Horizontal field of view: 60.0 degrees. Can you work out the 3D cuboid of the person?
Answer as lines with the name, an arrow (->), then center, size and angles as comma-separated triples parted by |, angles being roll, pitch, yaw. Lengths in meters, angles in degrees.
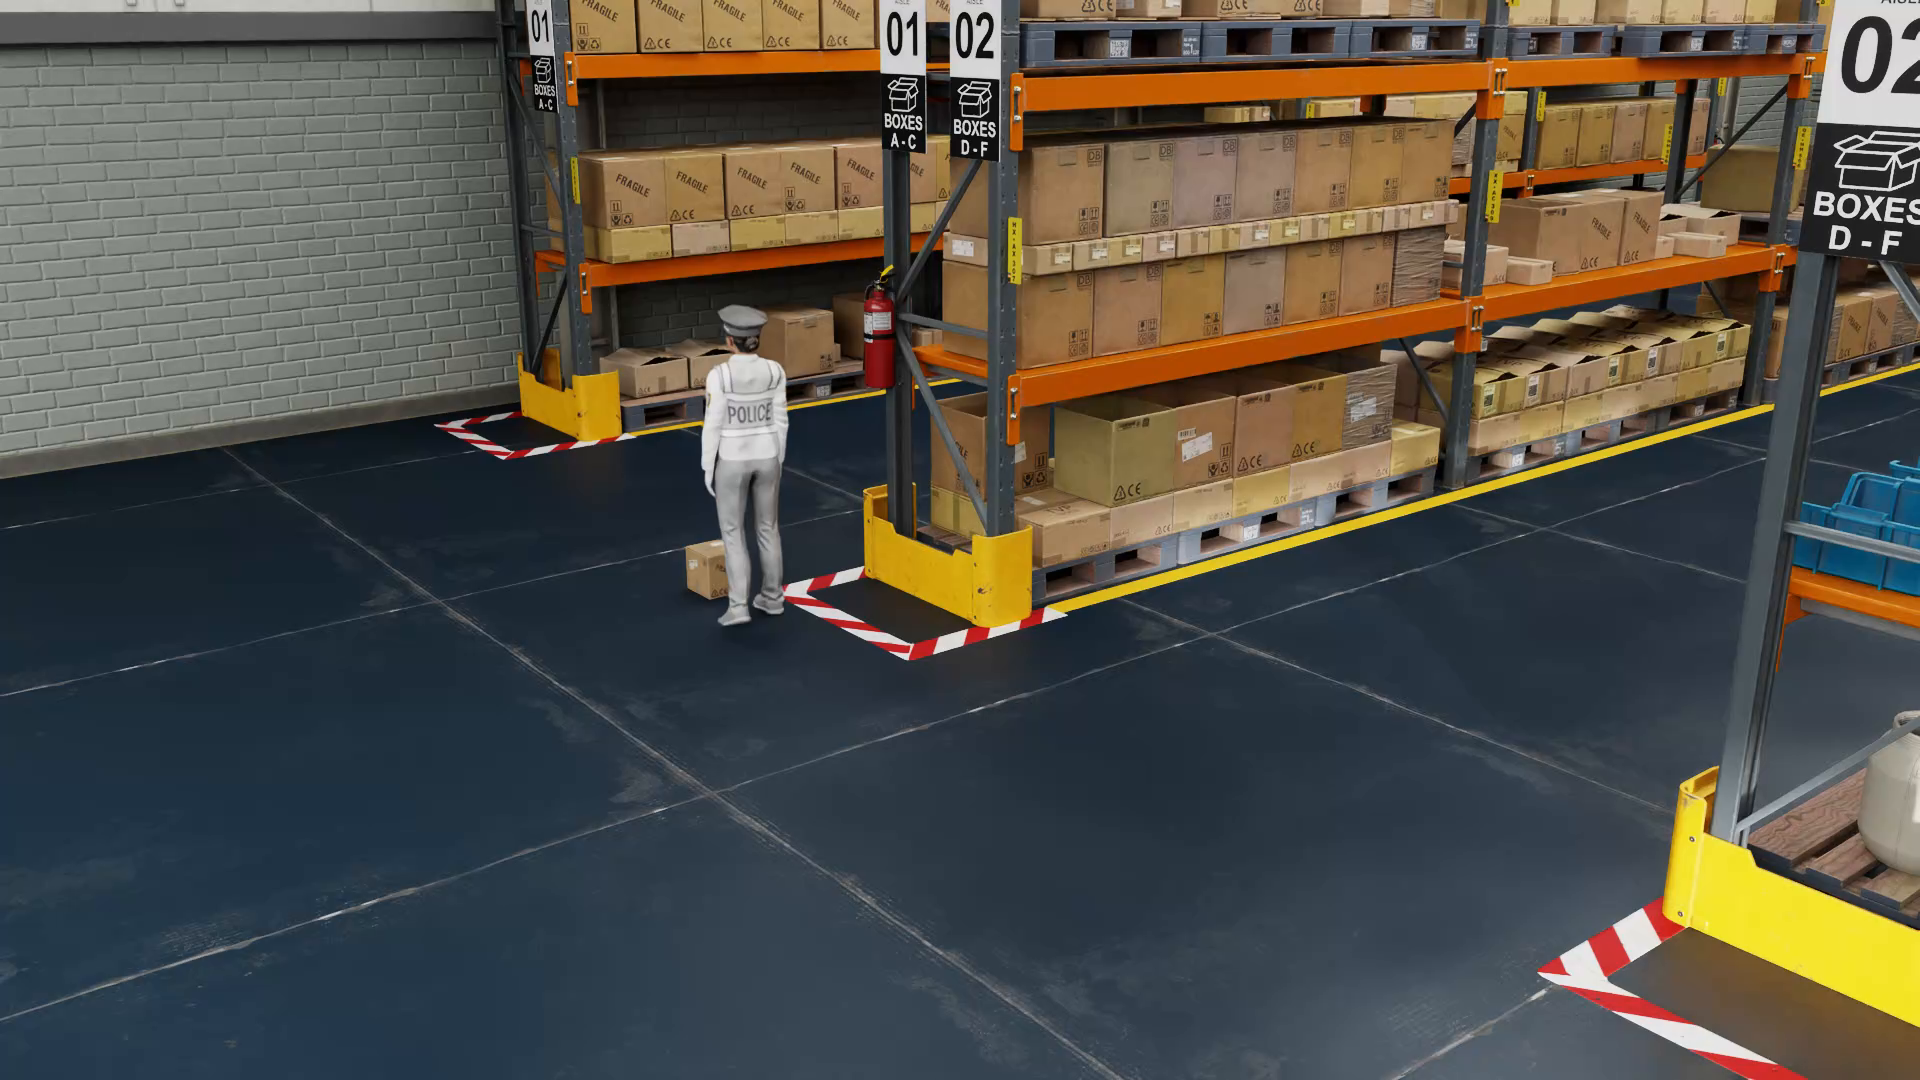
person -> -1.131, -0.366, 8.753 | 0.475, 1.733, 0.367 | -10, 20, -28
